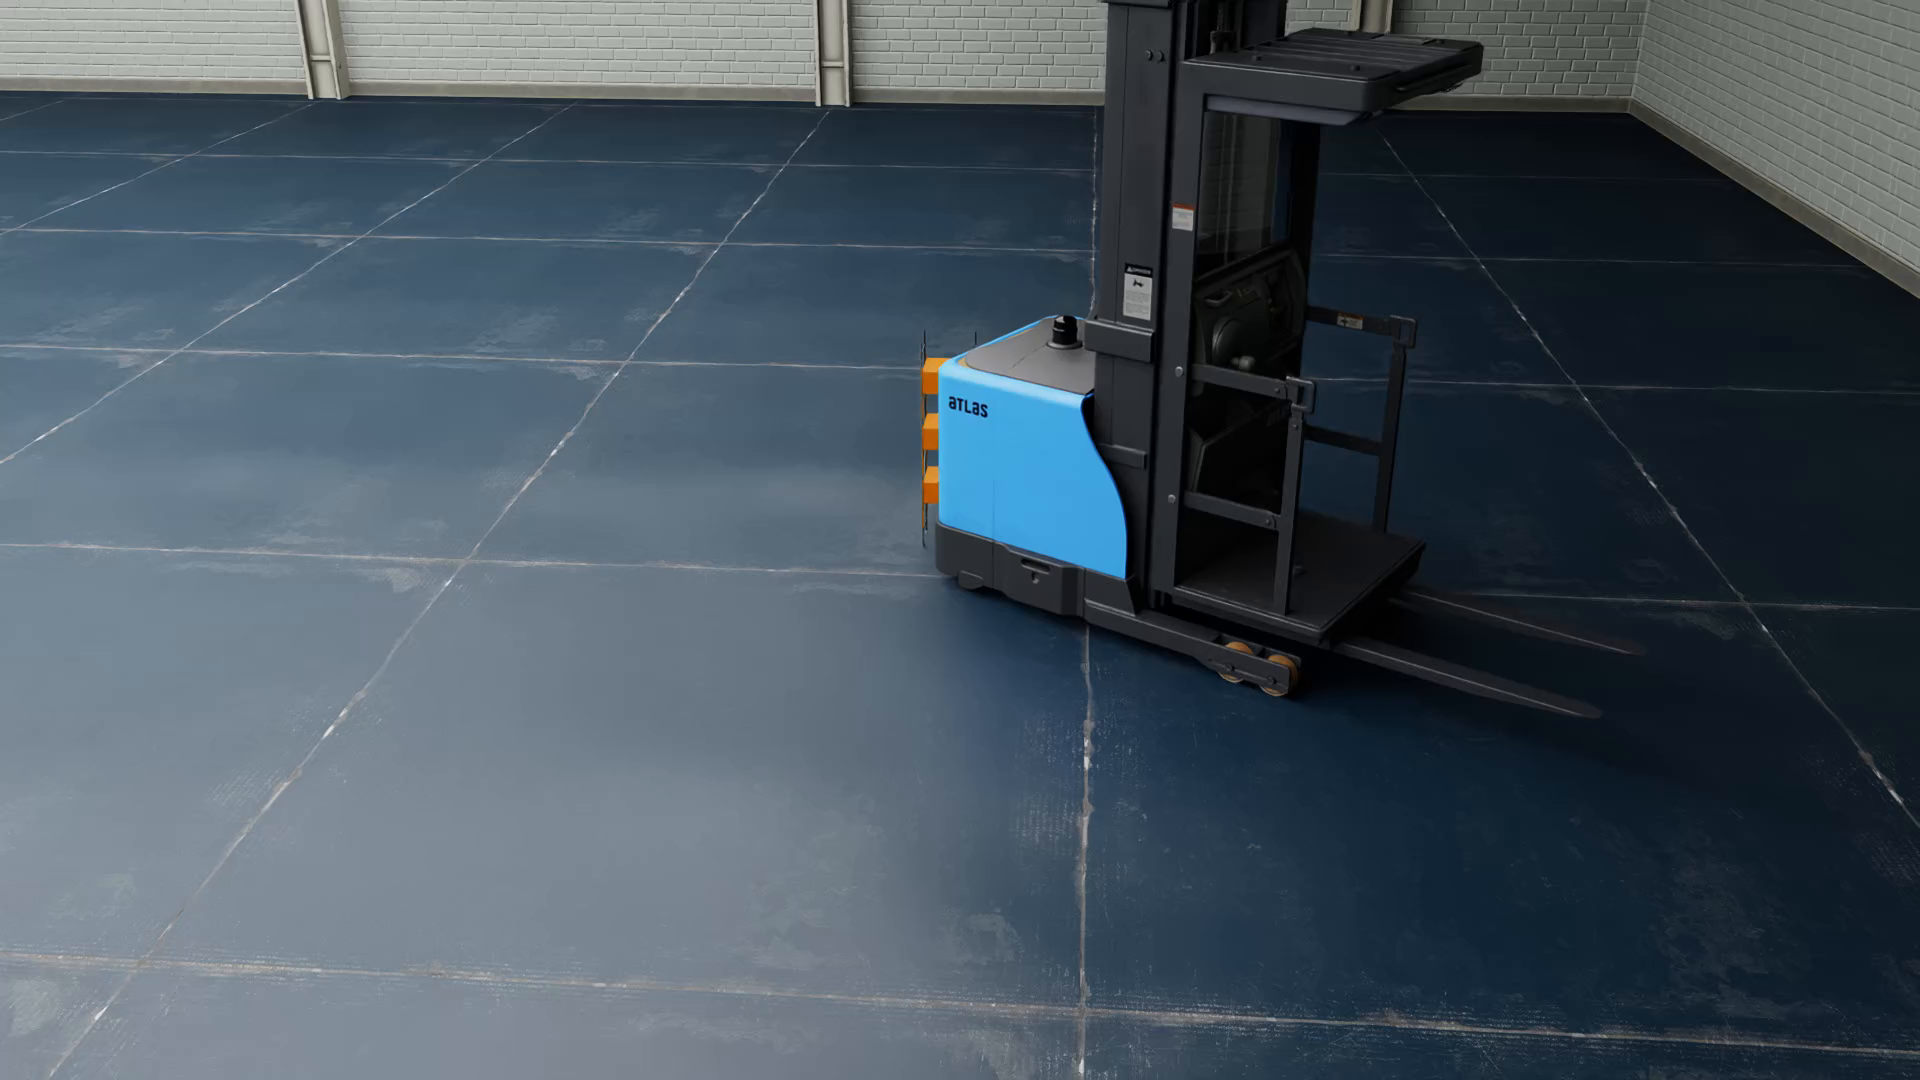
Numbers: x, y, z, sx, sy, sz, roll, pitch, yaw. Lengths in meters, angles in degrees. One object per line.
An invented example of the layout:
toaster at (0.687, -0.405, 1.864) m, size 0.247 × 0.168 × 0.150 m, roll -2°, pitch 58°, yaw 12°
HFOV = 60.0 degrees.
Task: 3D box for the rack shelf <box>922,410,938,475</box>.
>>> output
rack shelf at (-0.053, -0.469, 8.039) m, size 0.240 × 0.259 × 0.215 m, roll 2°, pitch 25°, yaw 4°

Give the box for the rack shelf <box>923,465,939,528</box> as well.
rack shelf at (-0.053, -0.217, 8.155) m, size 0.240 × 0.259 × 0.215 m, roll 2°, pitch 25°, yaw 4°

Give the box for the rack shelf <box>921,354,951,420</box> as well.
rack shelf at (-0.053, -0.727, 7.920) m, size 0.240 × 0.259 × 0.215 m, roll 2°, pitch 25°, yaw 4°

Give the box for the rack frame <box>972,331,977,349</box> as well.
rack frame at (0.068, -0.475, 8.026) m, size 0.008 × 1.050 × 0.200 m, roll 2°, pitch 25°, yaw 4°

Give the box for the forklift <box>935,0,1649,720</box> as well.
forklift at (1.376, -0.940, 6.787) m, size 3.031 × 2.935 × 1.130 m, roll 17°, pitch 30°, yaw 32°

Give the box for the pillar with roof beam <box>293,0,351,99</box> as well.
pillar with roof beam at (-7.755, -7.521, 13.830) m, size 0.400 × 9.000 × 9.100 m, roll 2°, pitch 25°, yaw 4°

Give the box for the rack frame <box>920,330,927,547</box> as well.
rack frame at (-0.175, -0.483, 8.043) m, size 0.008 × 1.050 × 0.200 m, roll 2°, pitch 25°, yaw 4°

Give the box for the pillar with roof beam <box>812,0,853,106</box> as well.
pillar with roof beam at (-1.773, -7.329, 13.413) m, size 0.400 × 9.000 × 9.100 m, roll 2°, pitch 25°, yaw 4°

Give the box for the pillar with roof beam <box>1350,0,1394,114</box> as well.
pillar with roof beam at (4.209, -7.137, 12.996) m, size 0.400 × 9.000 × 9.100 m, roll 2°, pitch 25°, yaw 4°

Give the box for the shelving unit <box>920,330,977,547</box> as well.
shelving unit at (-0.053, -0.479, 8.034) m, size 0.252 × 1.050 × 0.215 m, roll 2°, pitch 25°, yaw 4°
